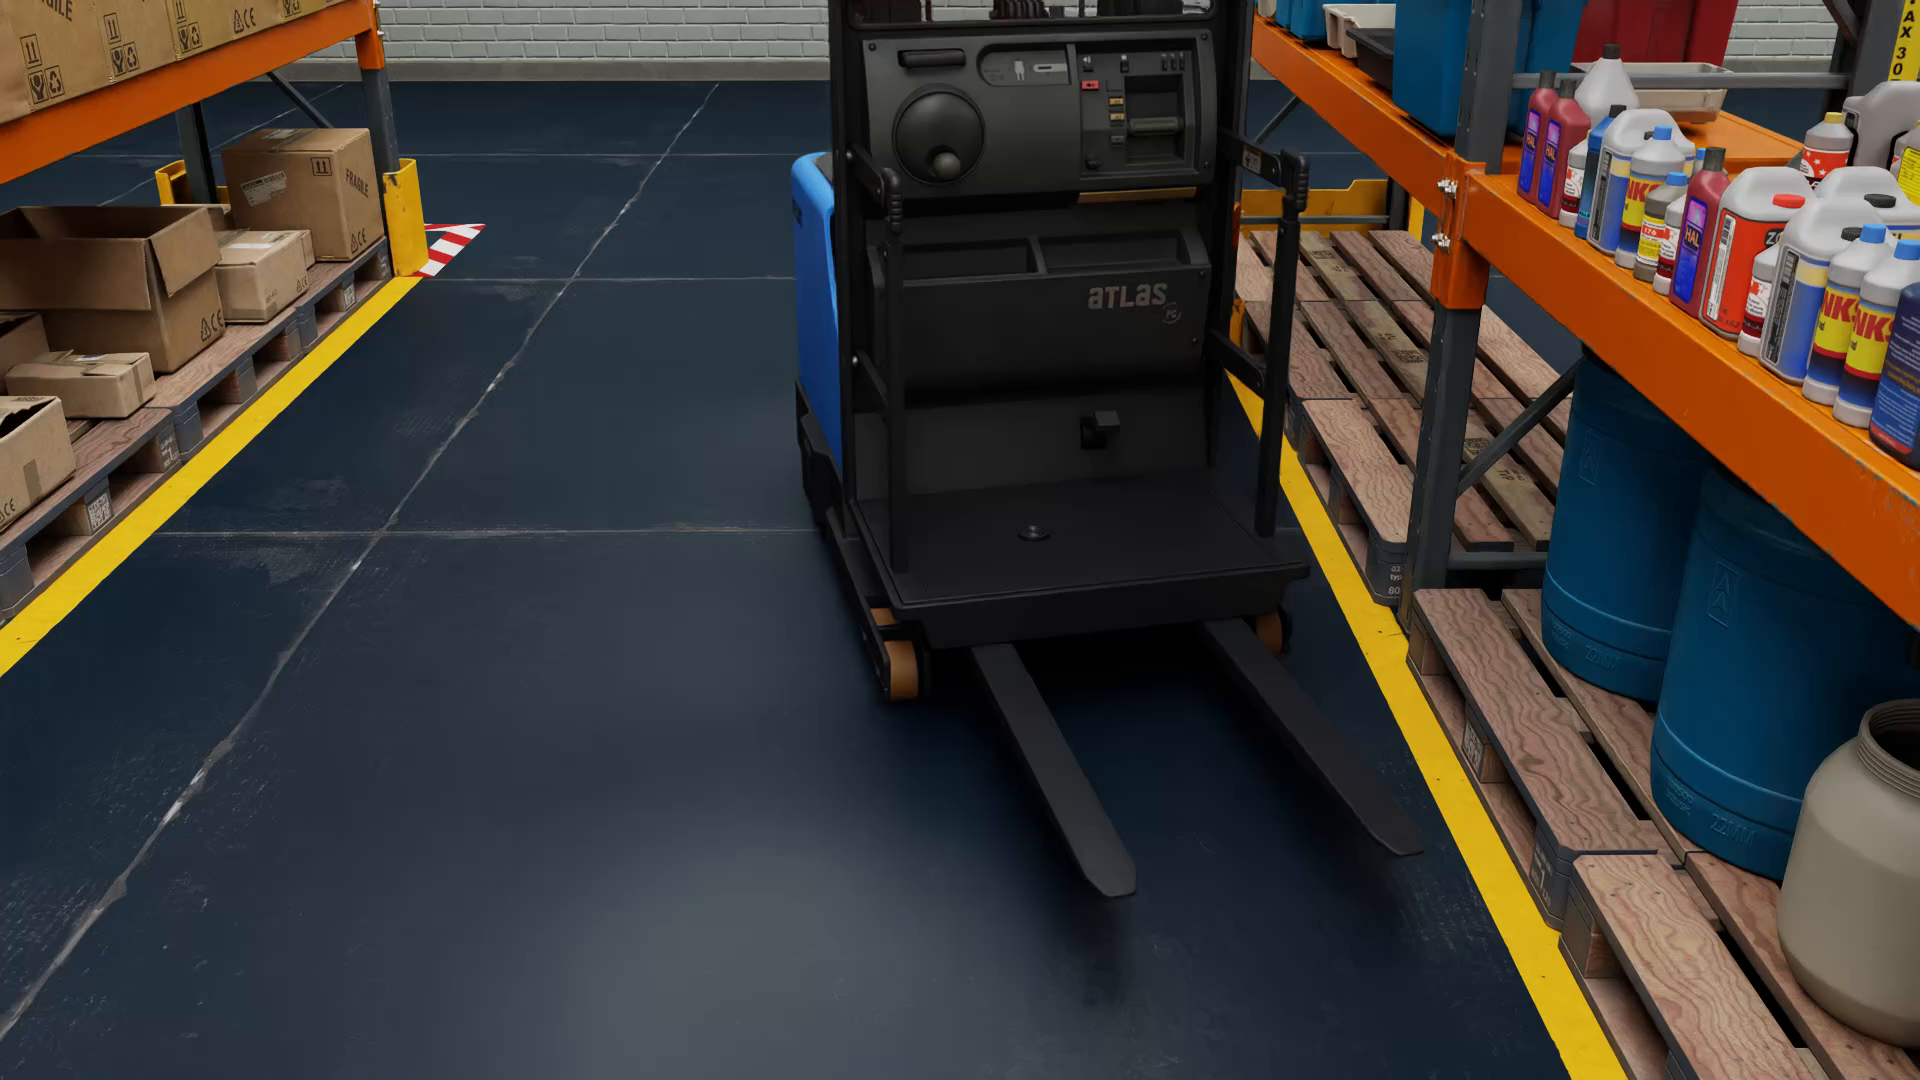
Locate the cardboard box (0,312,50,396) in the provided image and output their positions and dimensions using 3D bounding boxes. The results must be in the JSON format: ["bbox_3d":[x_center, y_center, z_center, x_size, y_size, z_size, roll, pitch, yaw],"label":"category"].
[{"bbox_3d":[-3.503,-0.617,5.702,0.500,0.311,0.500,0,24,-1],"label":"cardboard box"}]

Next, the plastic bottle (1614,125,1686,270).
[{"bbox_3d":[1.351,-0.670,3.247,0.097,0.271,0.097,0,24,0],"label":"plastic bottle"}]

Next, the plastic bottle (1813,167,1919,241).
[{"bbox_3d":[1.535,-0.490,2.843,0.152,0.276,0.135,0,24,-1],"label":"plastic bottle"}]

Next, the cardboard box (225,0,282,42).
[{"bbox_3d":[-2.962,-2.190,6.330,0.500,0.500,0.500,0,24,0],"label":"cardboard box"}]

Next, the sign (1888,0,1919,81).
[{"bbox_3d":[2.299,-1.247,4.032,0.100,0.325,0.005,0,24,-1],"label":"sign"}]

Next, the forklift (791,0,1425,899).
[{"bbox_3d":[0.265,-1.085,4.093,1.130,2.935,3.031,-5,25,-12],"label":"forklift"}]

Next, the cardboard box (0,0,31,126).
[{"bbox_3d":[-2.938,-1.356,4.486,0.500,0.500,0.500,0,24,1],"label":"cardboard box"}]

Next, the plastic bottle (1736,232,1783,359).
[{"bbox_3d":[1.357,-0.407,2.751,0.097,0.201,0.097,0,24,0],"label":"plastic bottle"}]

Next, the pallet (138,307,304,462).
[{"bbox_3d":[-3.227,-0.615,6.354,1.003,0.211,1.213,0,24,-1],"label":"pallet"}]

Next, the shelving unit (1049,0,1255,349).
[{"bbox_3d":[0.713,-1.272,6.243,0.587,1.500,1.083,8,26,18],"label":"shelving unit"}]

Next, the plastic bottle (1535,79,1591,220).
[{"bbox_3d":[1.327,-0.858,3.649,0.061,0.283,0.133,0,24,-1],"label":"plastic bottle"}]

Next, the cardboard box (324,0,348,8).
[{"bbox_3d":[-2.971,-2.609,7.258,0.500,0.500,0.500,0,24,1],"label":"cardboard box"}]

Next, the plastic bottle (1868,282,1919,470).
[{"bbox_3d":[1.385,-0.281,2.292,0.144,0.351,0.185,0,24,-1],"label":"plastic bottle"}]

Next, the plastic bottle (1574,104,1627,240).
[{"bbox_3d":[1.348,-0.765,3.458,0.097,0.271,0.097,0,24,0],"label":"plastic bottle"}]

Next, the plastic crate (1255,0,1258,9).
[{"bbox_3d":[1.386,-2.344,6.924,0.416,0.233,0.300,0,24,-1],"label":"plastic crate"}]

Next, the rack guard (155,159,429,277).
[{"bbox_3d":[-3.247,-1.577,8.130,1.175,0.500,0.348,0,24,-1],"label":"rack guard"}]

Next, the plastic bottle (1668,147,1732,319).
[{"bbox_3d":[1.336,-0.547,2.962,0.061,0.283,0.133,0,24,-1],"label":"plastic bottle"}]

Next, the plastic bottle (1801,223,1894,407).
[{"bbox_3d":[1.359,-0.343,2.525,0.097,0.271,0.097,0,24,0],"label":"plastic bottle"}]

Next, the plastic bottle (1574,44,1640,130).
[{"bbox_3d":[1.429,-0.934,3.735,0.144,0.351,0.185,0,24,-1],"label":"plastic bottle"}]

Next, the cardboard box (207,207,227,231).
[{"bbox_3d":[-3.520,-1.263,7.206,0.500,0.250,0.500,0,24,-1],"label":"cardboard box"}]

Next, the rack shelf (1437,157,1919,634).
[{"bbox_3d":[1.770,0.032,2.411,1.077,0.370,4.000,0,24,-1],"label":"rack shelf"}]

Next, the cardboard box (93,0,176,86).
[{"bbox_3d":[-2.950,-1.773,5.408,0.500,0.500,0.500,0,24,-1],"label":"cardboard box"}]

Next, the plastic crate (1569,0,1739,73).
[{"bbox_3d":[1.990,-1.545,4.876,0.402,0.464,0.583,0,24,-1],"label":"plastic crate"}]

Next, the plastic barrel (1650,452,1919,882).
[{"bbox_3d":[1.745,0.161,3.290,0.600,0.901,0.708,0,24,-1],"label":"plastic barrel"}]

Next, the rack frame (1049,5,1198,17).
[{"bbox_3d":[0.537,-1.072,5.800,0.500,1.500,0.032,8,26,18],"label":"rack frame"}]

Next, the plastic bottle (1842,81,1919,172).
[{"bbox_3d":[2.076,-0.902,3.755,0.152,0.276,0.135,0,24,-1],"label":"plastic bottle"}]

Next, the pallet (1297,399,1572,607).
[{"bbox_3d":[1.702,-0.152,5.329,1.003,0.211,1.213,0,24,-1],"label":"pallet"}]

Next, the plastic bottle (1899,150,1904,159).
[{"bbox_3d":[2.045,-0.765,3.543,0.097,0.201,0.097,0,24,0],"label":"plastic bottle"}]

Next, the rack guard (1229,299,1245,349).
[{"bbox_3d":[0.883,-0.896,6.927,0.587,0.250,0.087,8,26,18],"label":"rack guard"}]

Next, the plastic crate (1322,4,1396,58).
[{"bbox_3d":[1.429,-1.743,5.711,0.293,0.136,0.466,0,24,-1],"label":"plastic crate"}]

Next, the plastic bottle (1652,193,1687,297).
[{"bbox_3d":[1.353,-0.558,3.084,0.097,0.201,0.097,0,24,0],"label":"plastic bottle"}]

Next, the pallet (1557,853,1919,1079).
[{"bbox_3d":[1.732,0.973,2.842,1.003,0.211,1.213,0,24,-1],"label":"pallet"}]

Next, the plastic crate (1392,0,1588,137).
[{"bbox_3d":[1.402,-1.330,4.498,0.392,0.384,0.575,0,24,-1],"label":"plastic crate"}]

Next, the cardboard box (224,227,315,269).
[{"bbox_3d":[-3.081,-1.266,7.314,0.380,0.166,0.250,0,24,-1],"label":"cardboard box"}]

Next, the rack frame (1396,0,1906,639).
[{"bbox_3d":[1.749,-1.119,4.085,1.000,3.000,0.127,0,24,-1],"label":"rack frame"}]

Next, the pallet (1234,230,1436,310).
[{"bbox_3d":[1.675,-1.157,7.552,1.003,0.211,1.213,0,24,-1],"label":"pallet"}]

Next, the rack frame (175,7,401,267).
[{"bbox_3d":[-3.248,-2.747,7.684,1.000,3.000,0.127,0,24,-1],"label":"rack frame"}]

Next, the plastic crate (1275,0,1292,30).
[{"bbox_3d":[1.393,-2.073,6.324,0.416,0.233,0.300,0,24,-1],"label":"plastic crate"}]

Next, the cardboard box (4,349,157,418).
[{"bbox_3d":[-3.012,-0.539,5.705,0.380,0.166,0.250,0,24,-1],"label":"cardboard box"}]
